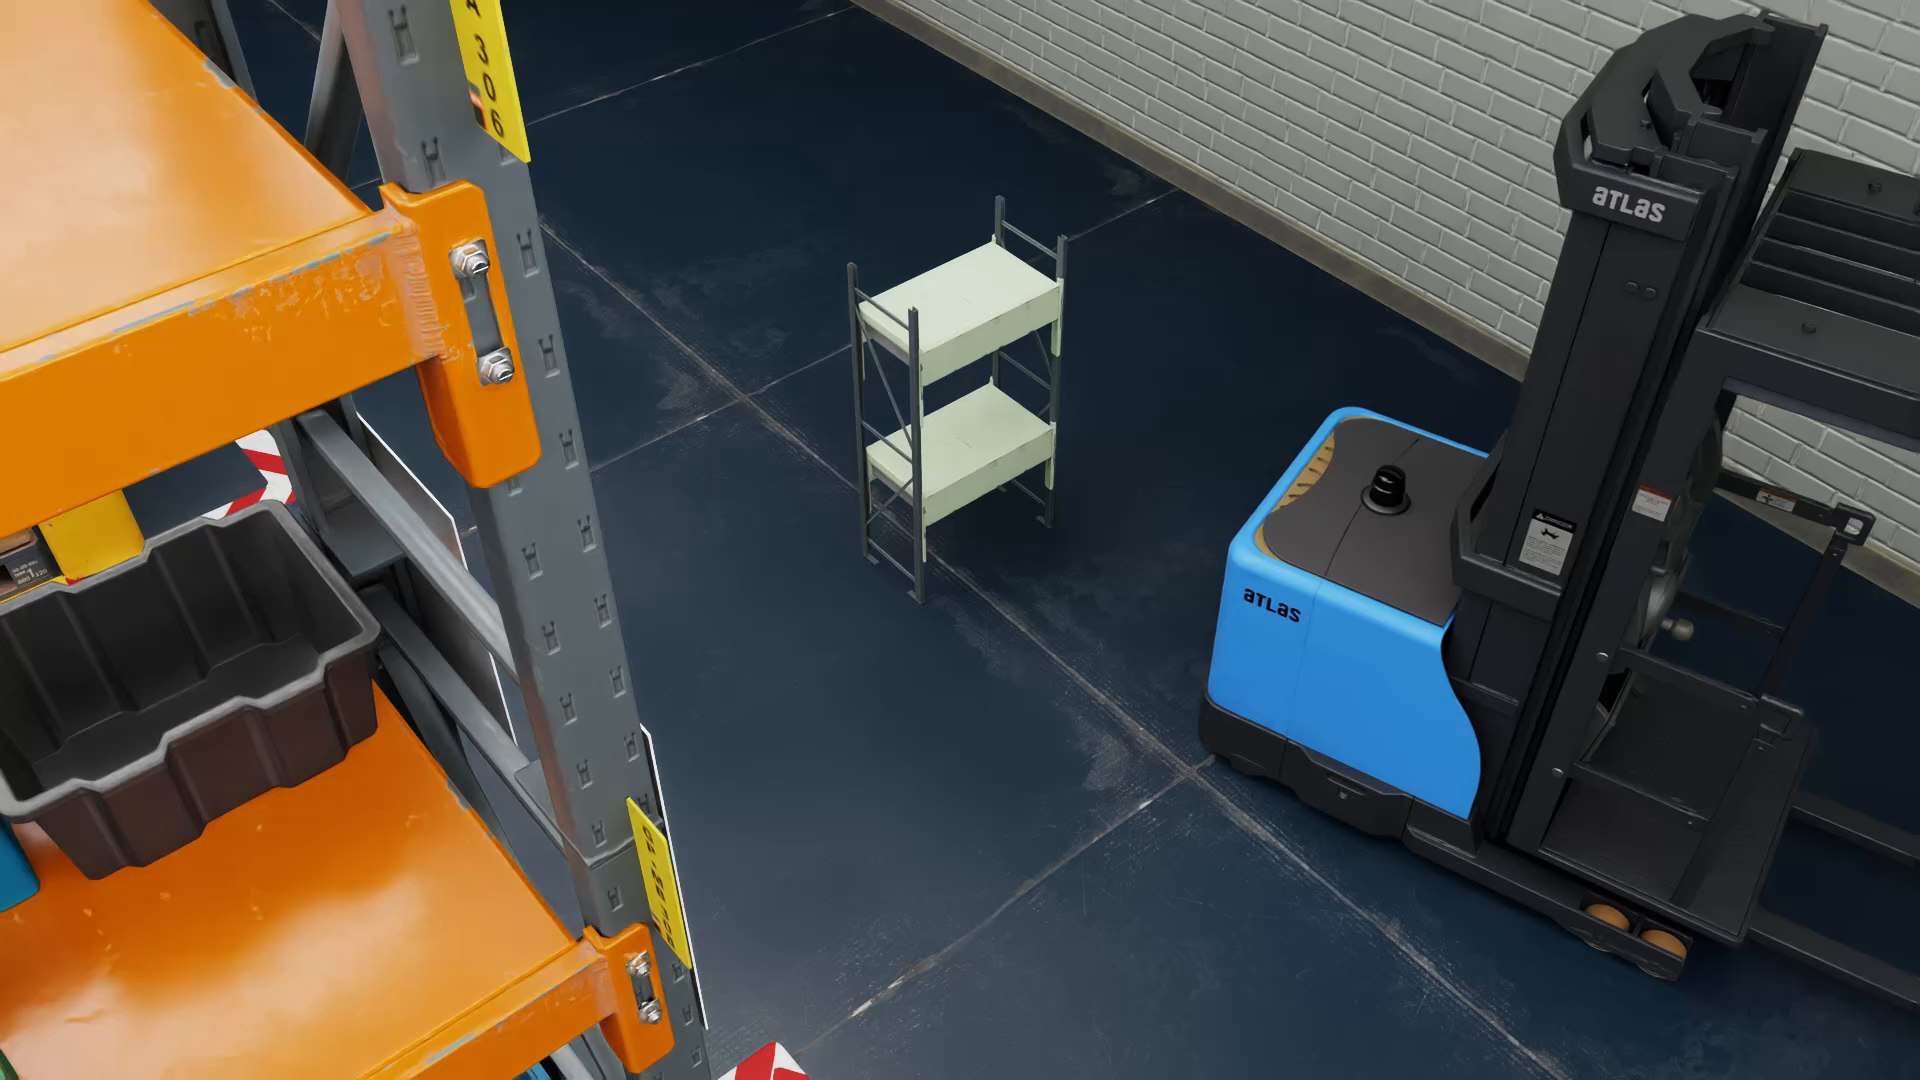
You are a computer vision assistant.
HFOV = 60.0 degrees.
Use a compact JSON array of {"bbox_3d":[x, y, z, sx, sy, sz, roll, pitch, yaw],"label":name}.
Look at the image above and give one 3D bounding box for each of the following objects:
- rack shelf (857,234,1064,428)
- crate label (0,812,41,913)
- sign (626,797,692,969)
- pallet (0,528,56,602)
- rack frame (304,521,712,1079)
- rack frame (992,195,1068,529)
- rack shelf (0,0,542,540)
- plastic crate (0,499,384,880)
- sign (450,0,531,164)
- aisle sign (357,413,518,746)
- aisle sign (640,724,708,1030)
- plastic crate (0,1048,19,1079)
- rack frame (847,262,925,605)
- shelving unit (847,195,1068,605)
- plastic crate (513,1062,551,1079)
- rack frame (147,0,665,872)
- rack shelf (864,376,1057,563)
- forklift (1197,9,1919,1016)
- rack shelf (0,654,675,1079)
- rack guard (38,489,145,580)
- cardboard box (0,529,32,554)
[{"bbox_3d":[-0.005,-0.828,6.520,0.720,0.370,0.431,-30,51,-28],"label":"rack shelf"},{"bbox_3d":[-1.723,0.481,2.518,0.502,0.251,0.408,-30,51,-28],"label":"crate label"},{"bbox_3d":[-0.443,0.511,2.454,0.005,0.325,0.100,-30,51,-28],"label":"sign"},{"bbox_3d":[-4.652,0.082,7.062,1.213,0.211,1.003,-30,51,-28],"label":"pallet"},{"bbox_3d":[-0.808,1.284,3.745,0.127,3.000,1.000,-30,51,-28],"label":"rack frame"},{"bbox_3d":[0.276,-0.705,6.958,0.023,1.500,0.400,-30,51,-28],"label":"rack frame"},{"bbox_3d":[-2.342,0.384,1.139,4.000,0.370,1.077,-30,51,-28],"label":"rack shelf"},{"bbox_3d":[-1.282,0.261,2.739,0.590,0.269,0.497,-30,51,-28],"label":"plastic crate"},{"bbox_3d":[-0.443,-0.503,1.502,0.005,0.325,0.100,-30,51,-28],"label":"sign"},{"bbox_3d":[-0.943,0.149,3.055,0.004,0.787,0.394,-30,51,-28],"label":"aisle sign"},{"bbox_3d":[-0.565,0.459,2.725,0.004,0.787,0.394,-30,51,-28],"label":"aisle sign"},{"bbox_3d":[-1.381,0.851,2.170,0.336,0.188,0.450,-30,51,-28],"label":"plastic crate"},{"bbox_3d":[-0.286,-0.383,6.616,0.023,1.500,0.400,-30,51,-28],"label":"rack frame"},{"bbox_3d":[-0.005,-0.544,6.787,0.755,1.500,0.431,-30,51,-28],"label":"shelving unit"},{"bbox_3d":[-0.945,1.495,3.451,0.499,0.435,0.616,-30,51,-28],"label":"plastic crate"},{"bbox_3d":[-0.808,-0.903,1.691,0.127,3.000,1.000,-30,51,-28],"label":"rack frame"},{"bbox_3d":[-0.005,-0.306,7.010,0.720,0.370,0.431,-30,51,-28],"label":"rack shelf"},{"bbox_3d":[2.429,0.012,5.150,3.031,2.935,1.130,24,48,23],"label":"forklift"},{"bbox_3d":[-2.342,1.332,2.029,4.000,0.370,1.077,-30,51,-28],"label":"rack shelf"},{"bbox_3d":[-4.041,-0.374,7.337,0.348,0.500,1.175,-30,51,-28],"label":"rack guard"},{"bbox_3d":[-4.242,-0.199,6.830,0.500,0.500,0.500,-30,51,-28],"label":"cardboard box"}]
